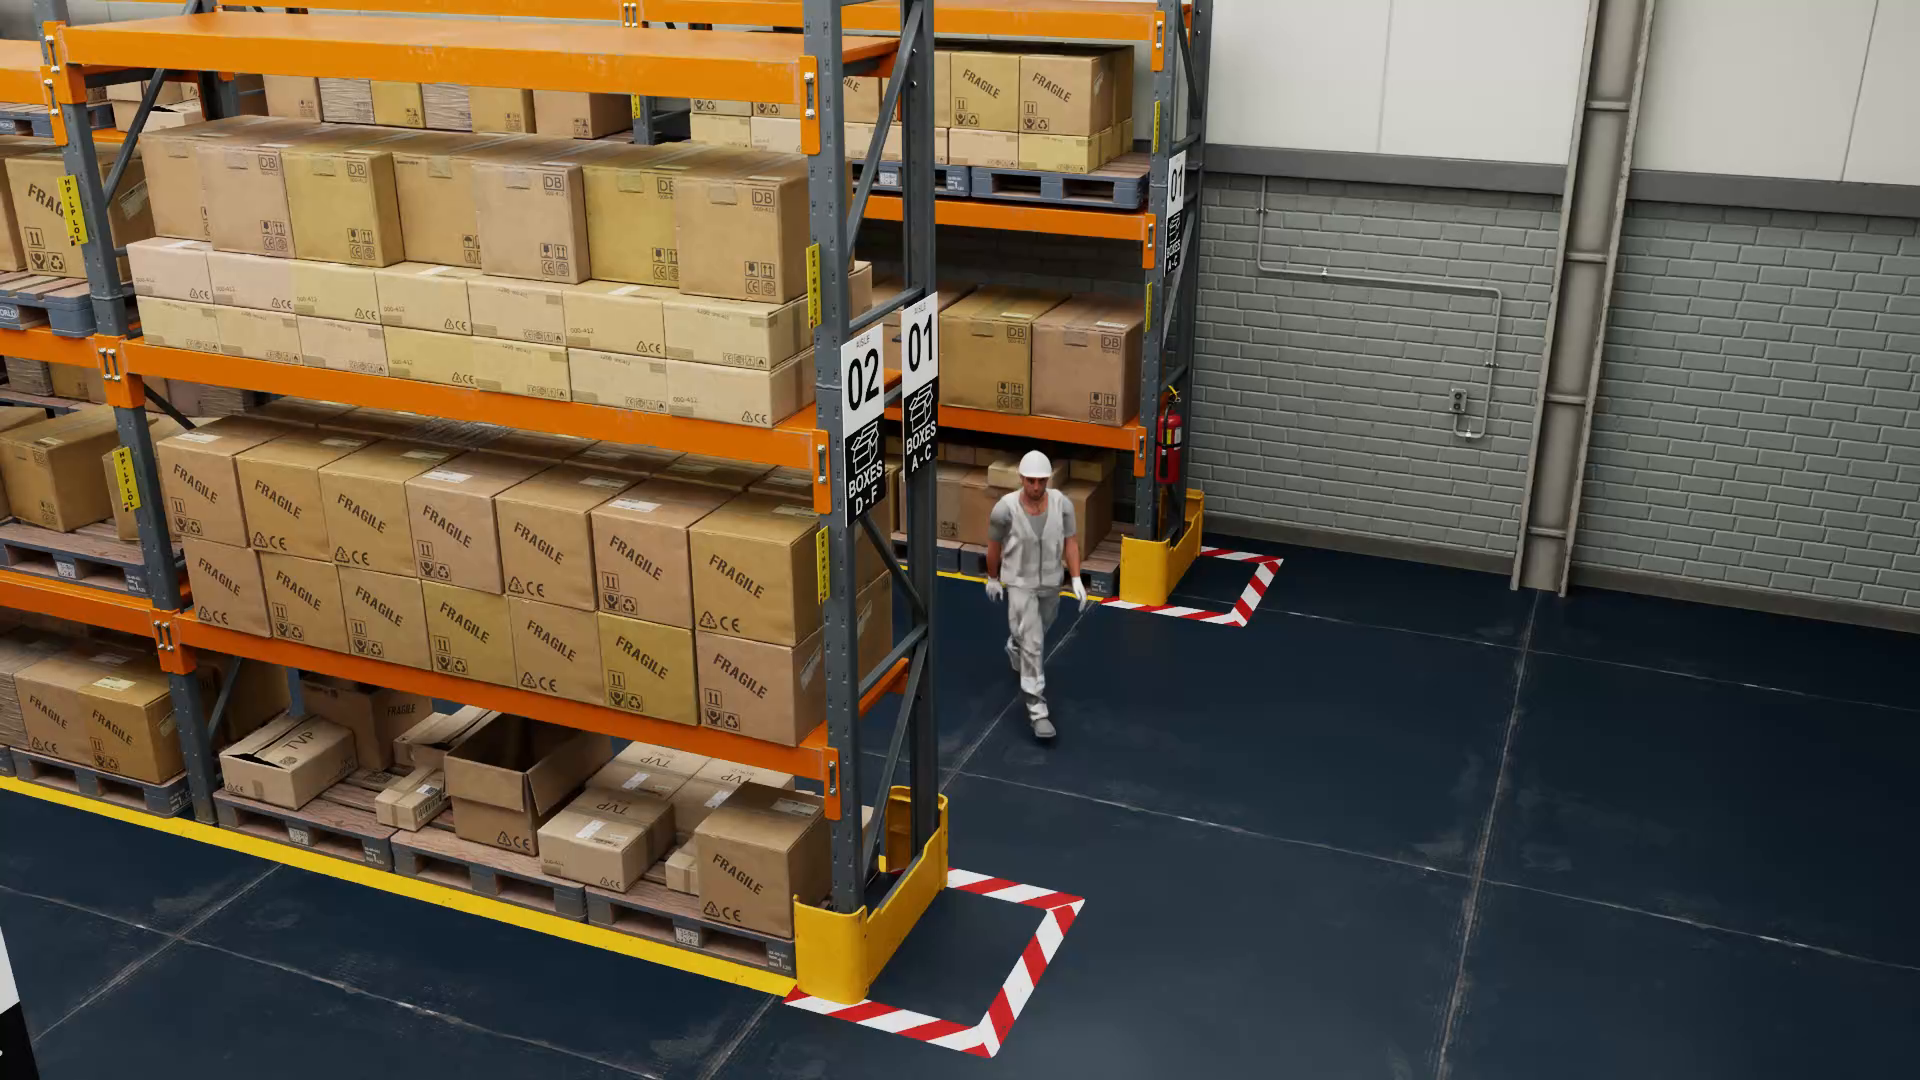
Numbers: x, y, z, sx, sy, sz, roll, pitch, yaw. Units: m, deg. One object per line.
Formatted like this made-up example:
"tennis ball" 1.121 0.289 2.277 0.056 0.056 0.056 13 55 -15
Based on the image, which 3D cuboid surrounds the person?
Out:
"person" 0.445 0.248 10.305 0.541 1.737 1.110 -8 24 -19
